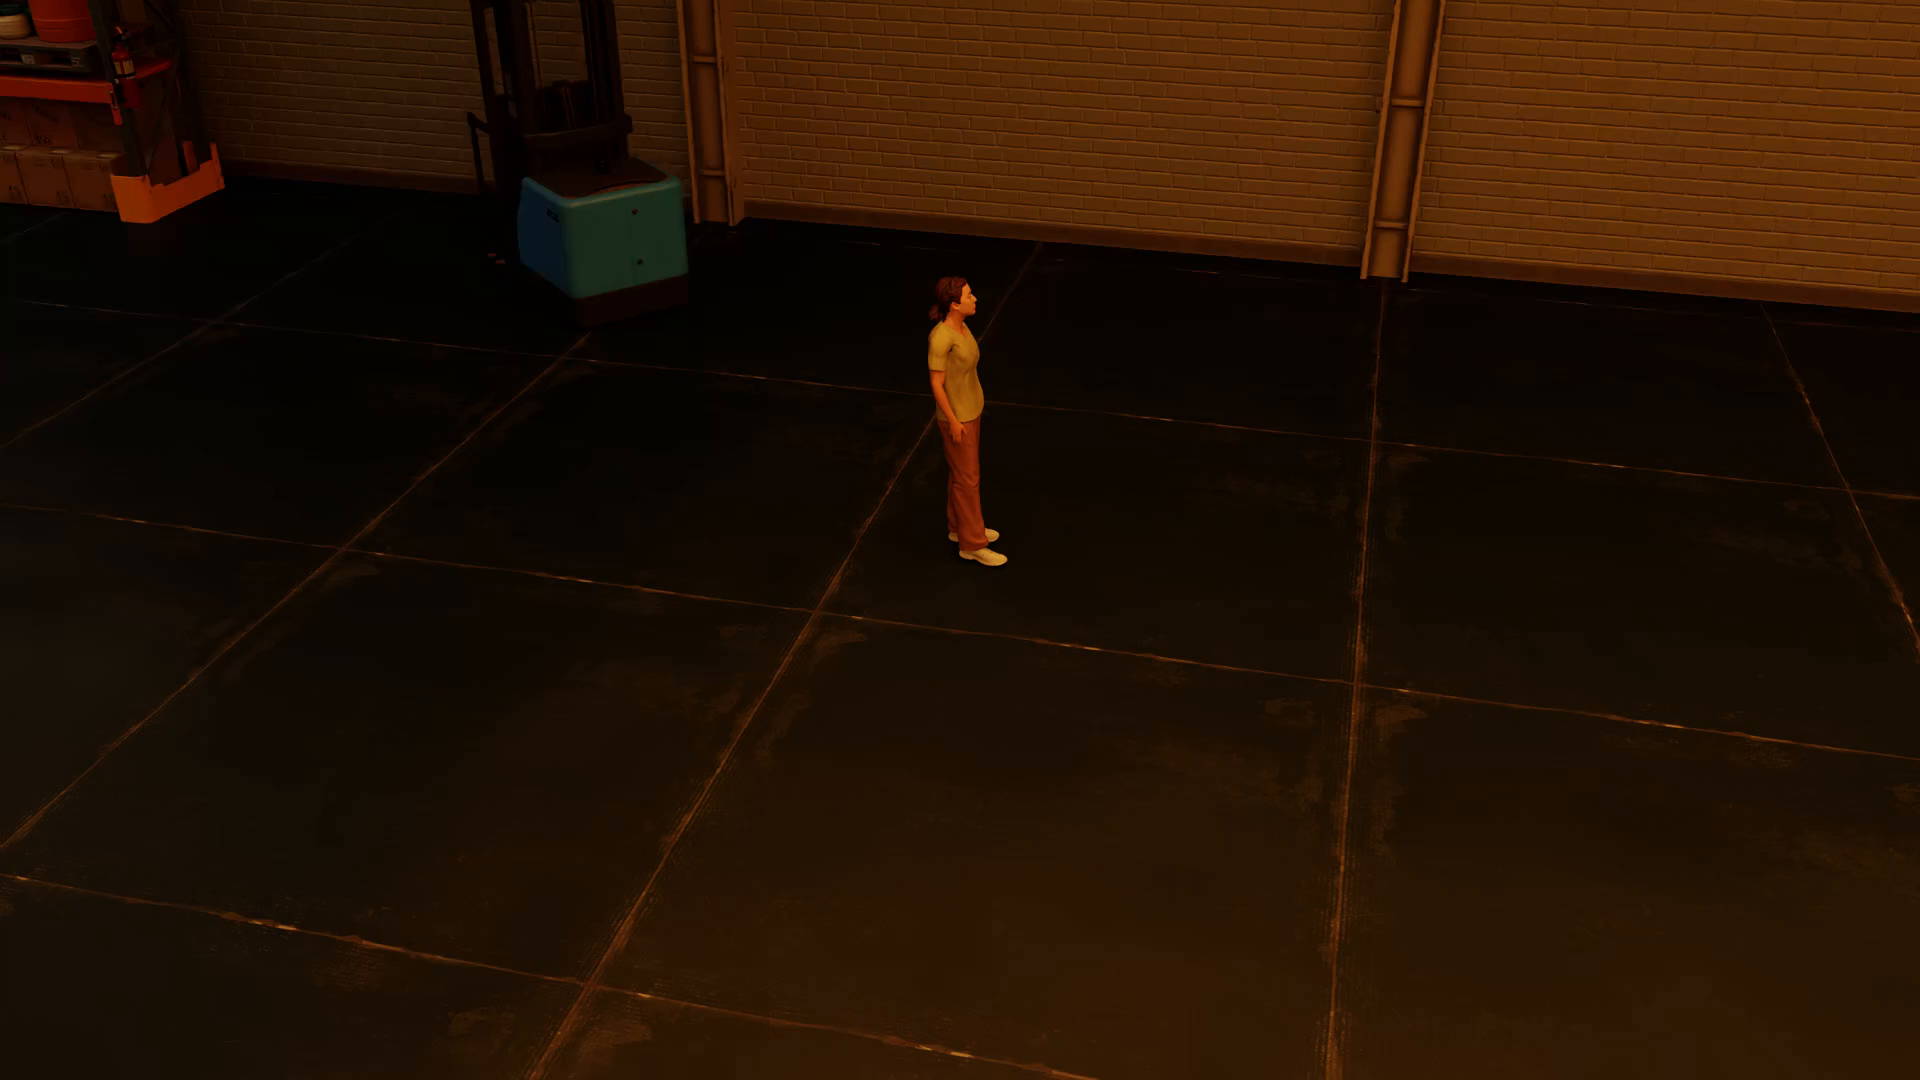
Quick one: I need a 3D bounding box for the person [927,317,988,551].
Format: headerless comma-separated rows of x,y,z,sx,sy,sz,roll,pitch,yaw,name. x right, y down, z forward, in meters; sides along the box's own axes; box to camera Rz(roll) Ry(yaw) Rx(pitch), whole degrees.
0.026,-0.649,9.759,0.396,1.363,0.519,7,30,12,person

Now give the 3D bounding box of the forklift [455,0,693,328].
-3.417,-3.597,13.520,1.130,2.935,3.031,-19,35,-30,forklift
